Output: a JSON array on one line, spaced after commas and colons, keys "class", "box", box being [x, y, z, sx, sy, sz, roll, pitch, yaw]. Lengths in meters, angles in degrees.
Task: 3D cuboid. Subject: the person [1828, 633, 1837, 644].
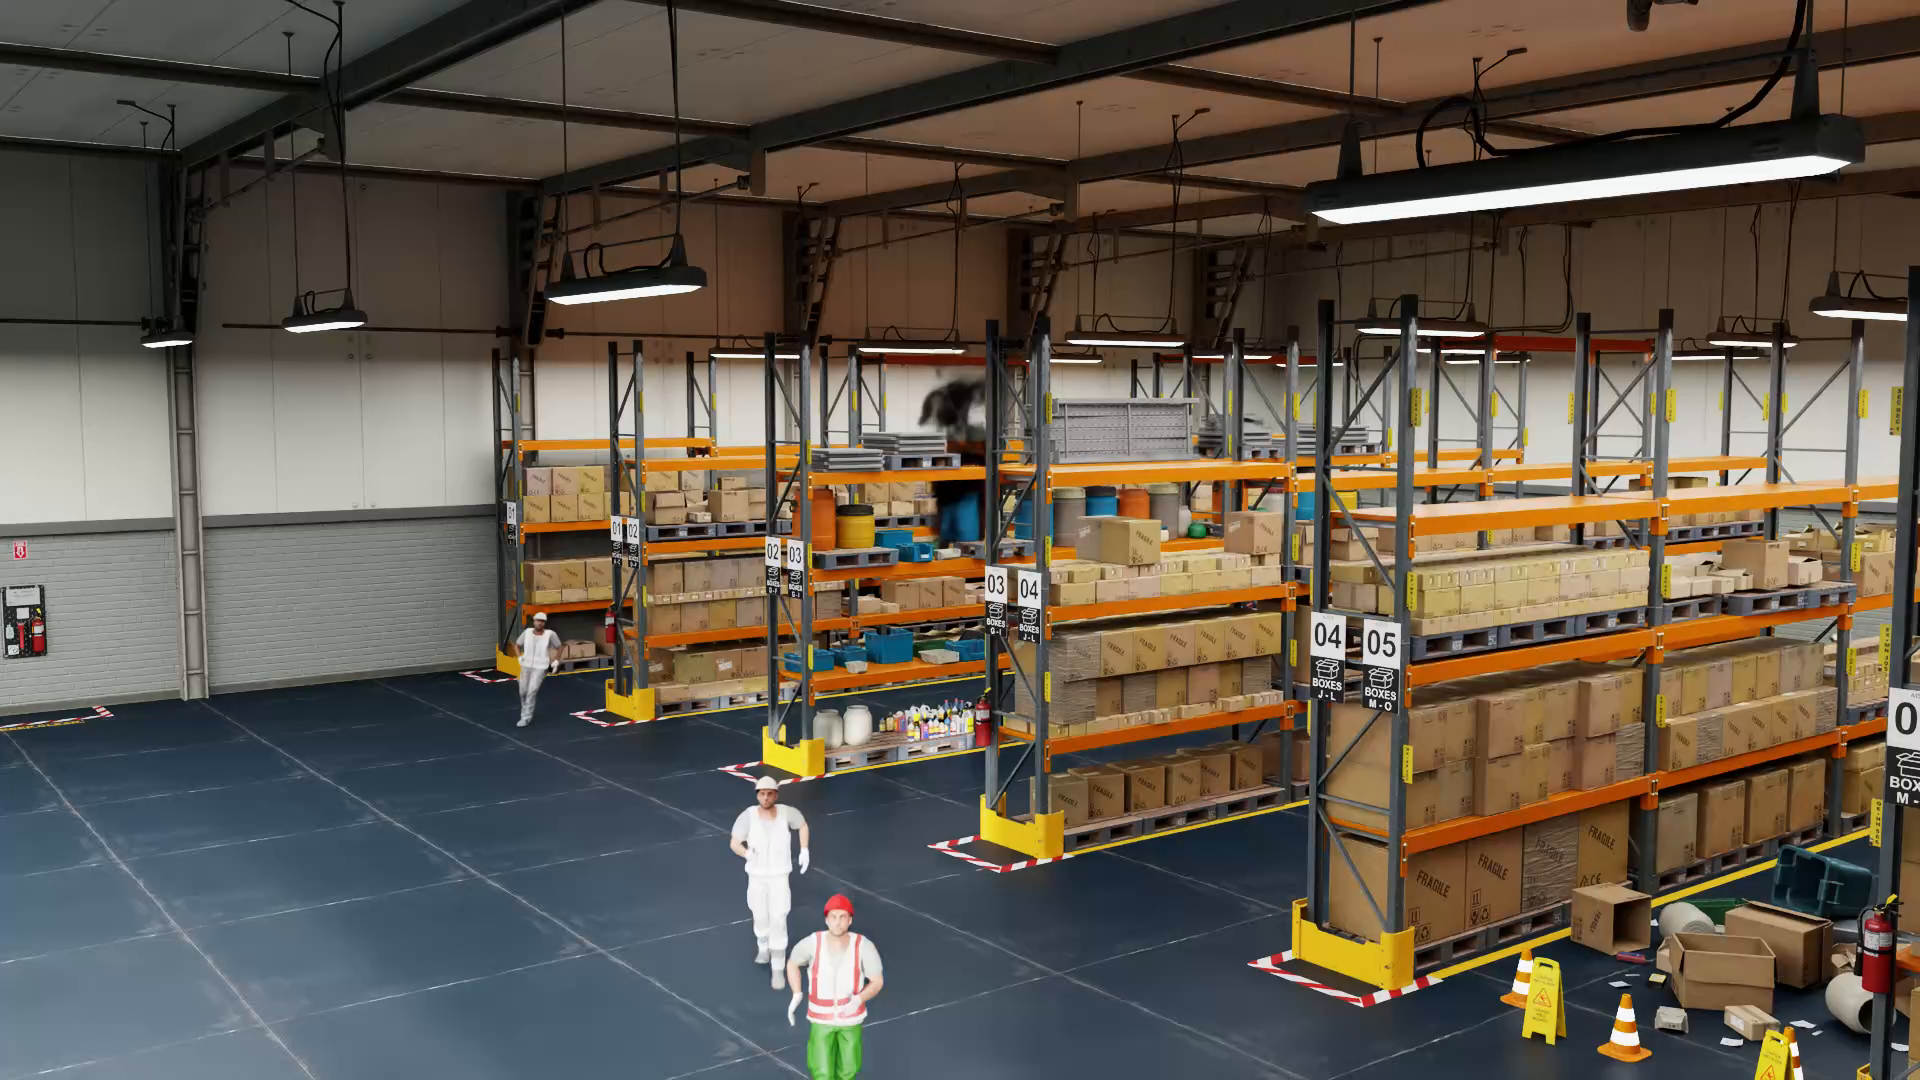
[{"class": "person", "box": [12.702, 2.195, 24.037, 0.599, 1.731, 0.692, -3, 6, -30]}]

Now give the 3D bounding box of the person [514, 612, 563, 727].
[{"class": "person", "box": [-6.622, 2.000, 26.060, 0.739, 1.749, 0.851, 0, 5, 0]}]

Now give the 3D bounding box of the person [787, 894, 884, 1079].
[{"class": "person", "box": [-0.848, 3.300, 11.371, 0.665, 1.750, 0.580, -1, 5, -6]}]

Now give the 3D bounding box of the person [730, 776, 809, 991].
[{"class": "person", "box": [-1.679, 2.994, 14.691, 0.686, 1.864, 0.781, 0, 5, -3]}]
